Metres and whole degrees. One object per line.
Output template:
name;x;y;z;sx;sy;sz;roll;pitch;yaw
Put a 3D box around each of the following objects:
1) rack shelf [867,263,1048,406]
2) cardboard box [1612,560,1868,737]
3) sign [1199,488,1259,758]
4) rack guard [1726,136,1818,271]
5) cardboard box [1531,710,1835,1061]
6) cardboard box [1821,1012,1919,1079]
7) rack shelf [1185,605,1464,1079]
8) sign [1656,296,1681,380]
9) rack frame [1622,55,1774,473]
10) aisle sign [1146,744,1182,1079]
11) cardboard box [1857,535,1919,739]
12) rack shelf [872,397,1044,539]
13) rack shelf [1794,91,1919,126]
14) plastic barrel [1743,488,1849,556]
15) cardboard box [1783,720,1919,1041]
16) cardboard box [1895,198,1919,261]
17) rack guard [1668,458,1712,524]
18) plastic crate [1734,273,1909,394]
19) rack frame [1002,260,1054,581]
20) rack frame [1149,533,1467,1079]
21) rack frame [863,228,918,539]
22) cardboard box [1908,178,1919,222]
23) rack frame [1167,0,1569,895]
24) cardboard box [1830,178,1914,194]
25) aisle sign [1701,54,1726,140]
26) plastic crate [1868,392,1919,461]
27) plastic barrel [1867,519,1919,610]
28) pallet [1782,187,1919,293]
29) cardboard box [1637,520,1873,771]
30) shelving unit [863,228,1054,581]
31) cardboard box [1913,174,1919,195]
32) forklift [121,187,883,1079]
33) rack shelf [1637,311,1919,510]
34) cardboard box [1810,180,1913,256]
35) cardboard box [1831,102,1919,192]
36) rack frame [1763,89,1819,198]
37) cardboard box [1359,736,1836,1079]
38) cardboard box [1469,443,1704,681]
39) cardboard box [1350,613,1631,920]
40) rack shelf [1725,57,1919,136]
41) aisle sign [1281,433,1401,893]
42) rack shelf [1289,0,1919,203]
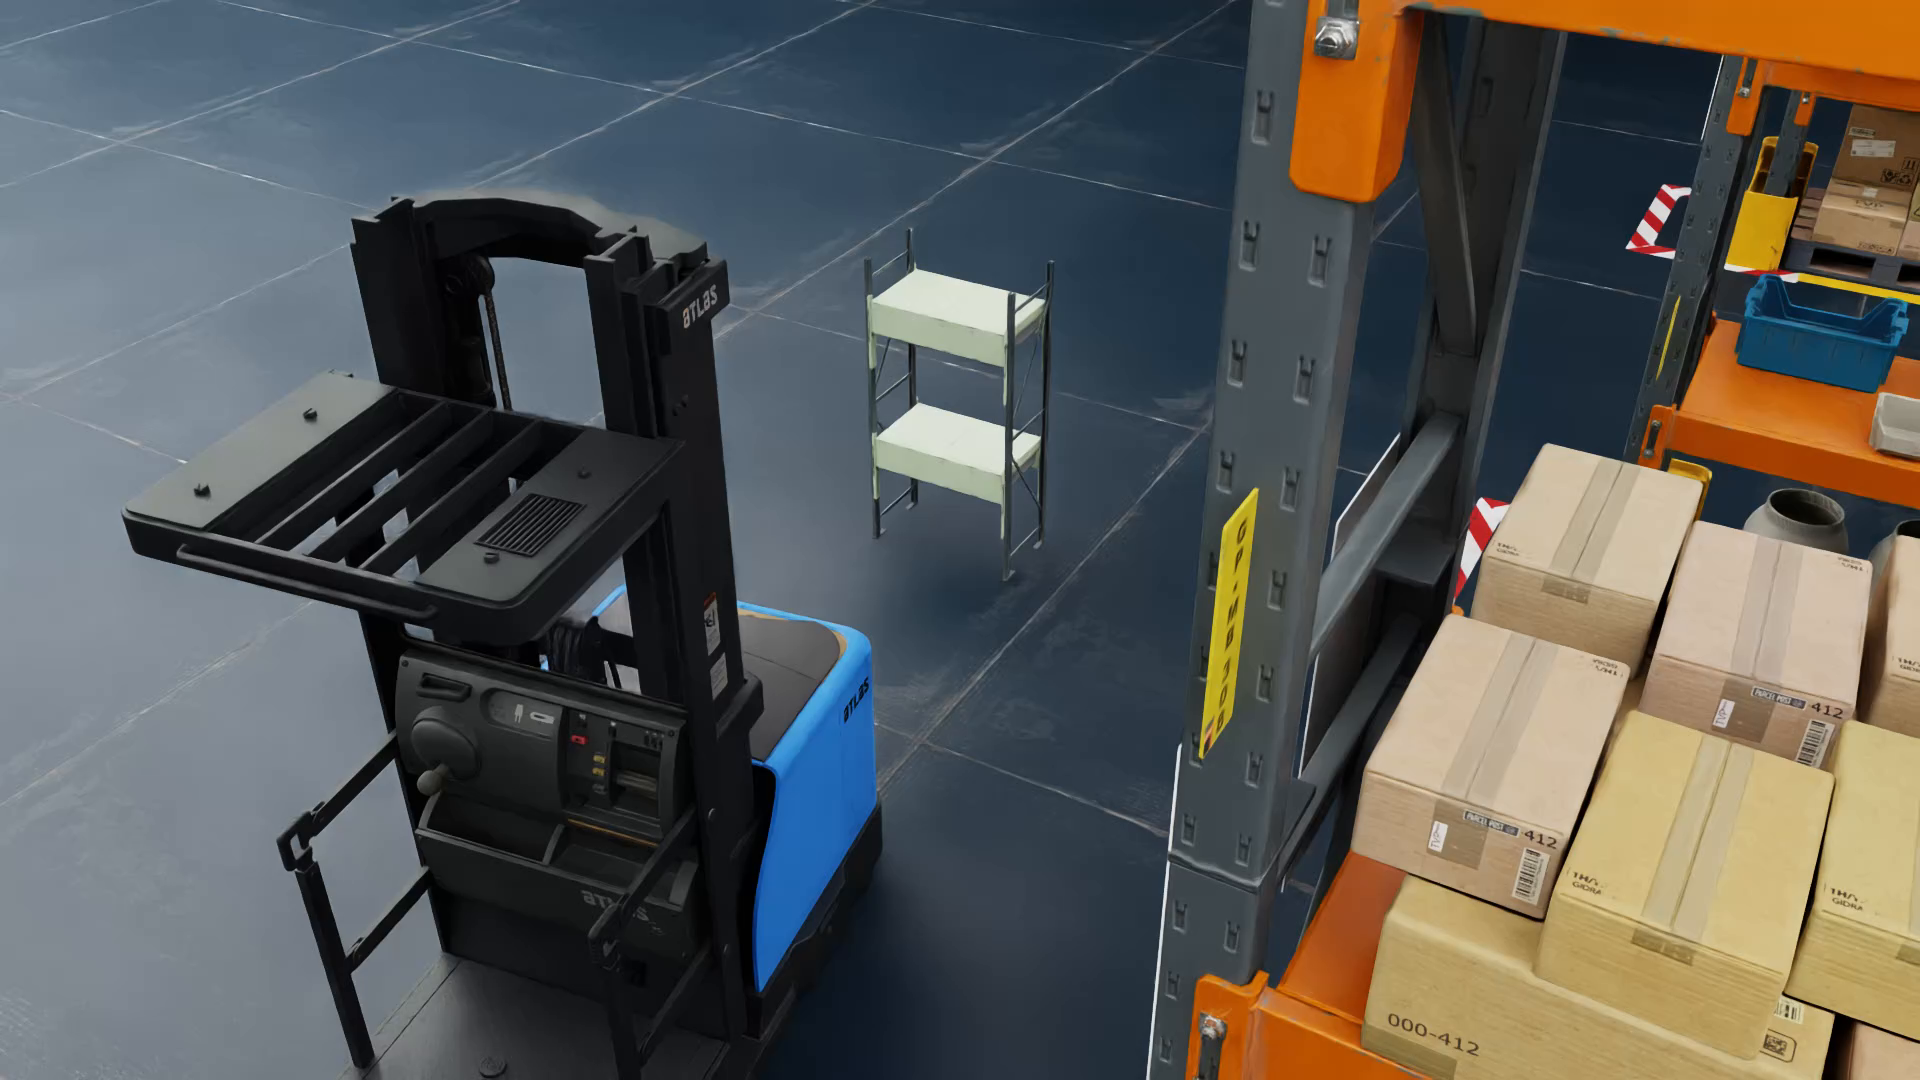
rack shelf;-0.006;-0.951;7.621;0.720;0.370;0.431;18;37;24
cardboard box;1.121;0.274;2.561;0.500;0.250;0.500;18;38;25
sign;0.307;0.099;1.901;0.005;0.325;0.100;18;37;24
rack guard;5.474;-2.283;11.227;0.348;0.500;1.175;18;37;24
cardboard box;0.878;0.403;2.009;0.250;0.149;0.380;18;38;25
cardboard box;1.317;0.659;1.983;0.500;0.250;0.500;17;37;23
rack shelf;2.313;1.051;1.909;4.000;0.370;1.077;18;37;24
sign;2.757;-0.785;6.474;0.005;0.325;0.100;18;37;24
rack frame;3.034;-0.934;6.946;0.127;3.000;1.000;18;37;24
aisle sign;0.374;0.495;2.455;0.004;0.787;0.394;18;37;24
cardboard box;1.432;0.174;2.351;0.250;0.149;0.380;16;37;22
rack shelf;-0.006;-0.355;8.018;0.720;0.370;0.431;18;37;24
rack shelf;7.232;-2.467;9.897;4.000;0.370;1.077;18;37;24
plastic barrel;3.643;0.071;7.303;0.421;0.512;0.421;0;34;0
cardboard box;1.158;0.413;1.993;0.250;0.149;0.380;17;37;24
cardboard box;6.286;-1.956;10.584;0.500;0.250;0.500;18;37;24
rack guard;3.123;0.105;7.641;0.348;0.500;1.175;18;37;24
plastic crate;3.617;-0.878;6.997;0.616;0.251;0.499;18;37;24
rack frame;0.312;-0.525;7.686;0.023;1.500;0.400;18;37;24
rack frame;0.577;1.450;3.367;0.127;3.000;1.000;18;37;24
rack frame;-0.324;-0.727;7.988;0.023;1.500;0.400;18;37;24
cardboard box;6.285;-2.268;10.375;0.500;0.500;0.500;18;37;24
rack frame;0.577;-1.047;1.704;0.127;3.000;1.000;18;37;24
cardboard box;6.107;-2.341;11.162;0.500;0.250;0.500;18;37;24
aisle sign;2.826;-1.895;6.043;0.004;0.787;0.394;18;37;24
plastic crate;3.651;-0.423;6.417;0.250;0.136;0.298;18;37;24
plastic barrel;4.079;0.209;7.096;0.421;0.512;0.421;0;34;0
pallet;6.180;-1.966;11.011;1.213;0.211;1.003;18;37;24
cardboard box;1.140;0.152;2.385;0.250;0.149;0.380;16;37;23
shelving unit;-0.006;-0.626;7.837;0.755;1.500;0.431;18;37;24
cardboard box;6.547;-2.210;10.964;0.500;0.250;0.500;18;37;24
forklift;-1.295;0.660;4.615;1.130;2.935;3.031;12;35;17
rack shelf;4.771;-0.084;6.319;4.000;0.370;1.077;18;37;24
cardboard box;5.850;-2.092;10.787;0.500;0.250;0.500;18;37;24
cardboard box;6.108;-2.655;10.955;0.500;0.500;0.500;18;37;24
rack frame;5.495;-3.316;10.524;0.127;3.000;1.000;18;37;24
cardboard box;0.867;0.520;2.191;0.500;0.250;0.500;19;38;26
cardboard box;0.972;0.024;2.577;0.250;0.149;0.380;18;37;24
cardboard box;0.701;0.285;2.186;0.250;0.149;0.380;17;37;24
rack shelf;4.771;-1.333;5.488;4.000;0.370;1.077;18;37;24
aisle sign;0.672;0.206;2.889;0.004;0.787;0.394;18;37;24
rack shelf;2.313;-0.197;1.078;4.000;0.370;1.077;18;37;24
